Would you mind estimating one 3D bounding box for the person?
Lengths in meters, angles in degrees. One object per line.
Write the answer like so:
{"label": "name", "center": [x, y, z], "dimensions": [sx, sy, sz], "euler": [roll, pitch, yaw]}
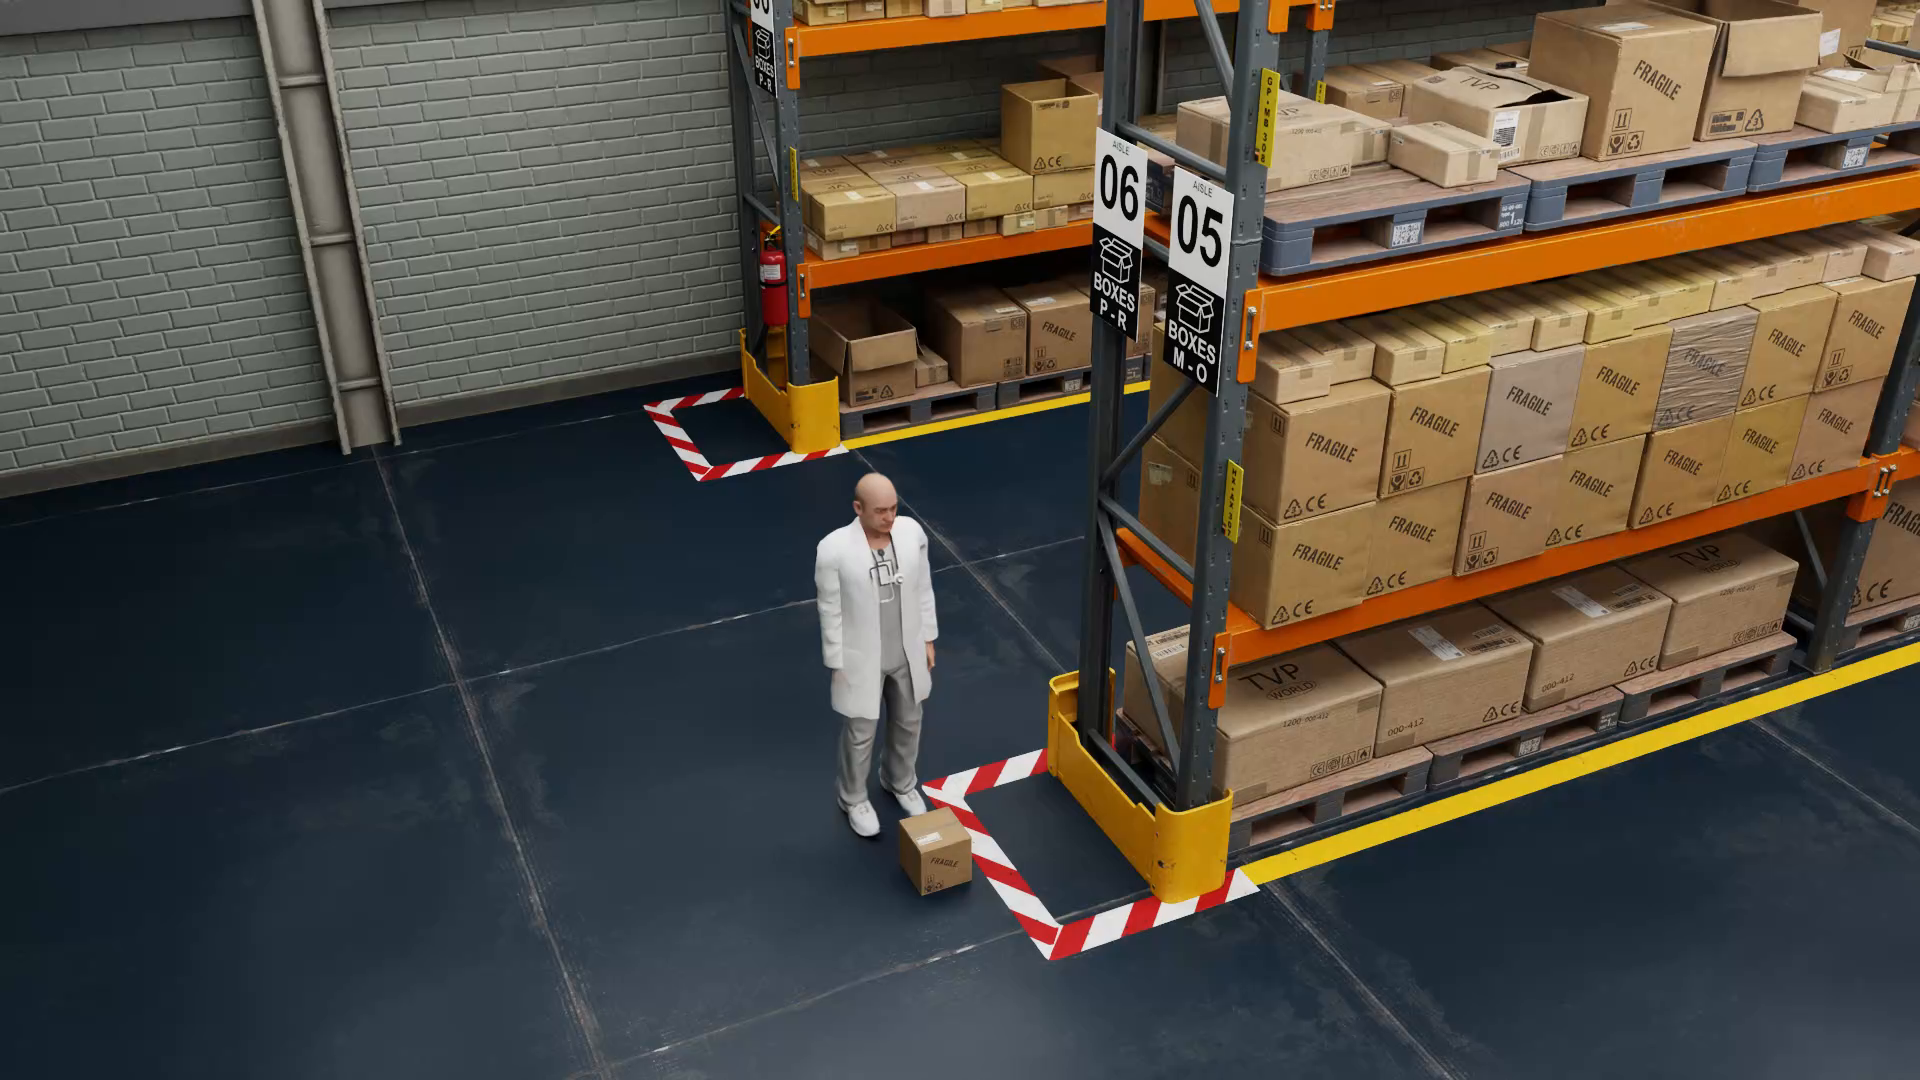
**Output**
{"label": "person", "center": [-0.357, 0.522, 7.563], "dimensions": [0.554, 1.799, 0.394], "euler": [-14, 32, -24]}
